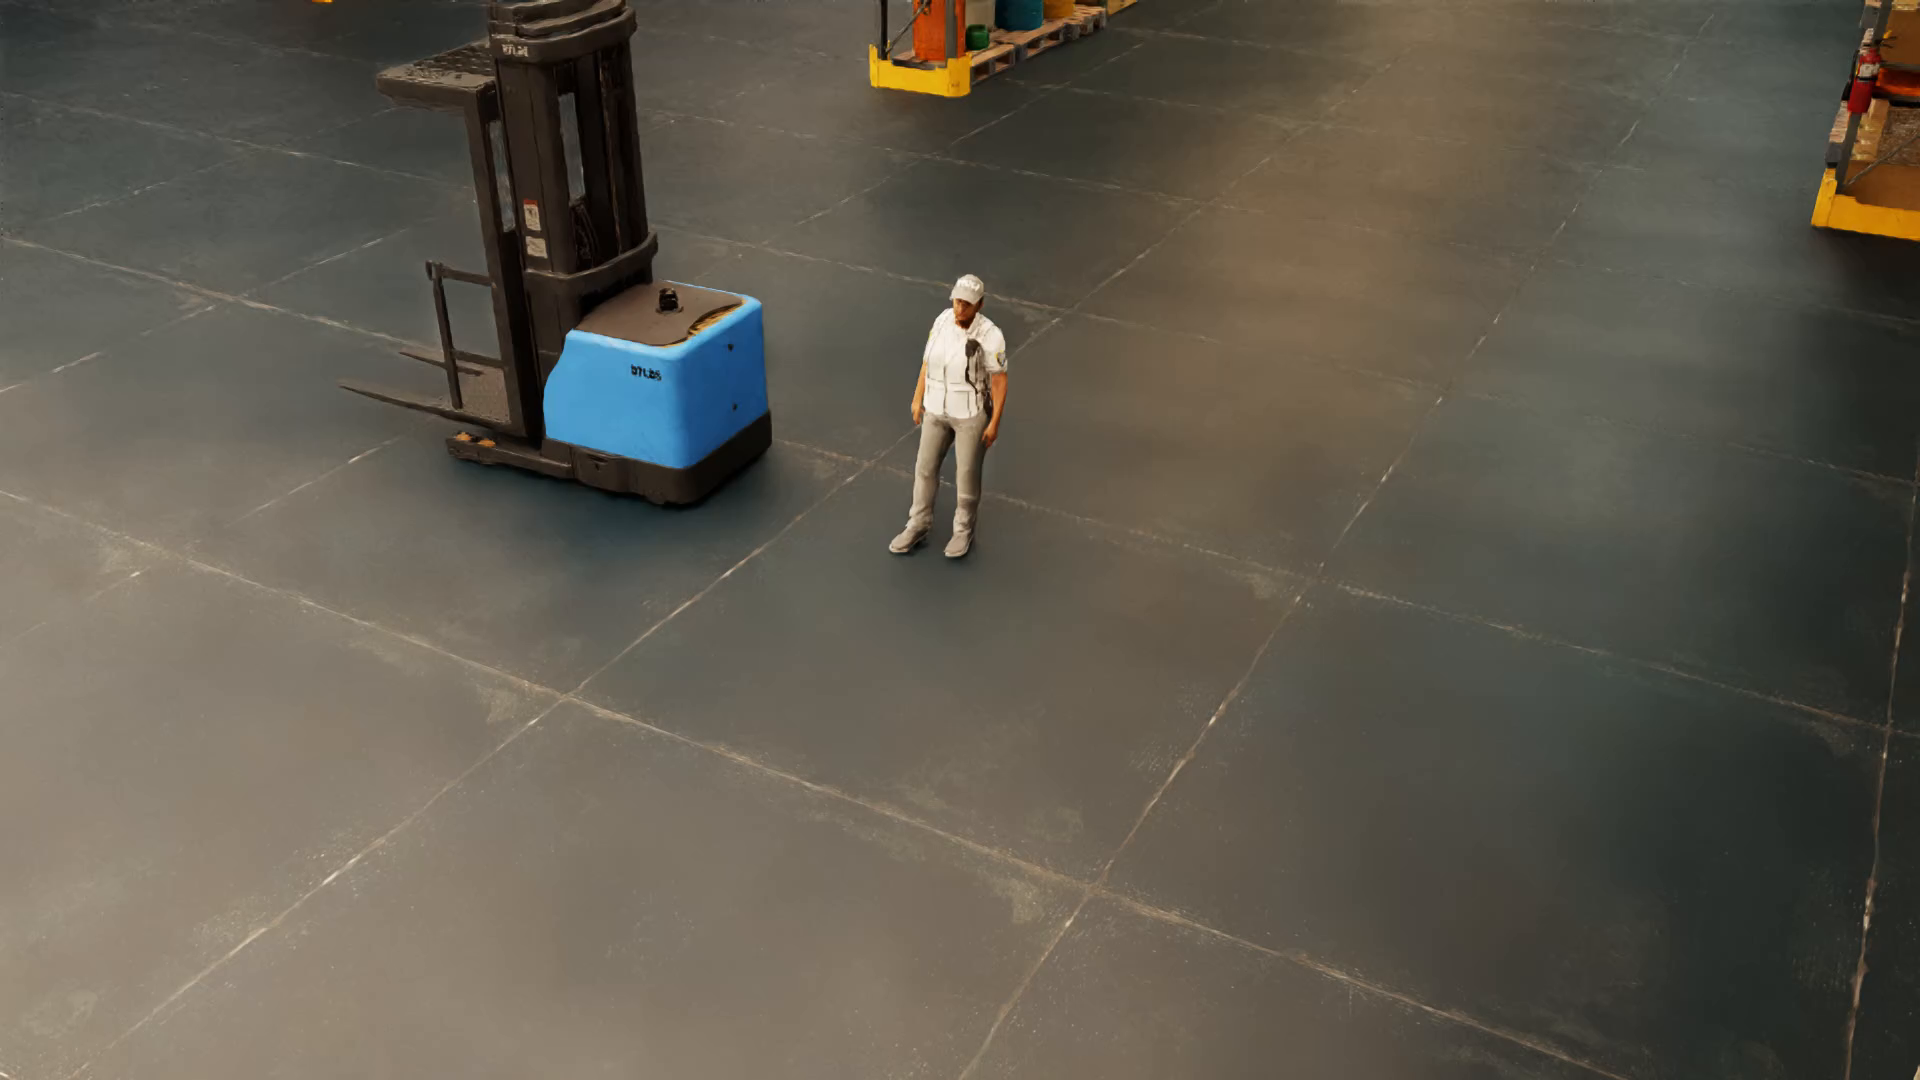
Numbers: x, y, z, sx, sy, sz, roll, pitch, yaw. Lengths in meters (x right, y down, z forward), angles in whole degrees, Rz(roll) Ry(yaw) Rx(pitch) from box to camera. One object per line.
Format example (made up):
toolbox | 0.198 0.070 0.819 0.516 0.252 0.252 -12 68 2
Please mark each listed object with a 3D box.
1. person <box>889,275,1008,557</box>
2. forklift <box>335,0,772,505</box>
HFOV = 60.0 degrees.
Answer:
person | -0.057 -0.700 9.534 0.598 1.669 0.529 15 33 25
forklift | -2.796 -1.980 10.501 3.031 2.935 1.130 14 33 22
